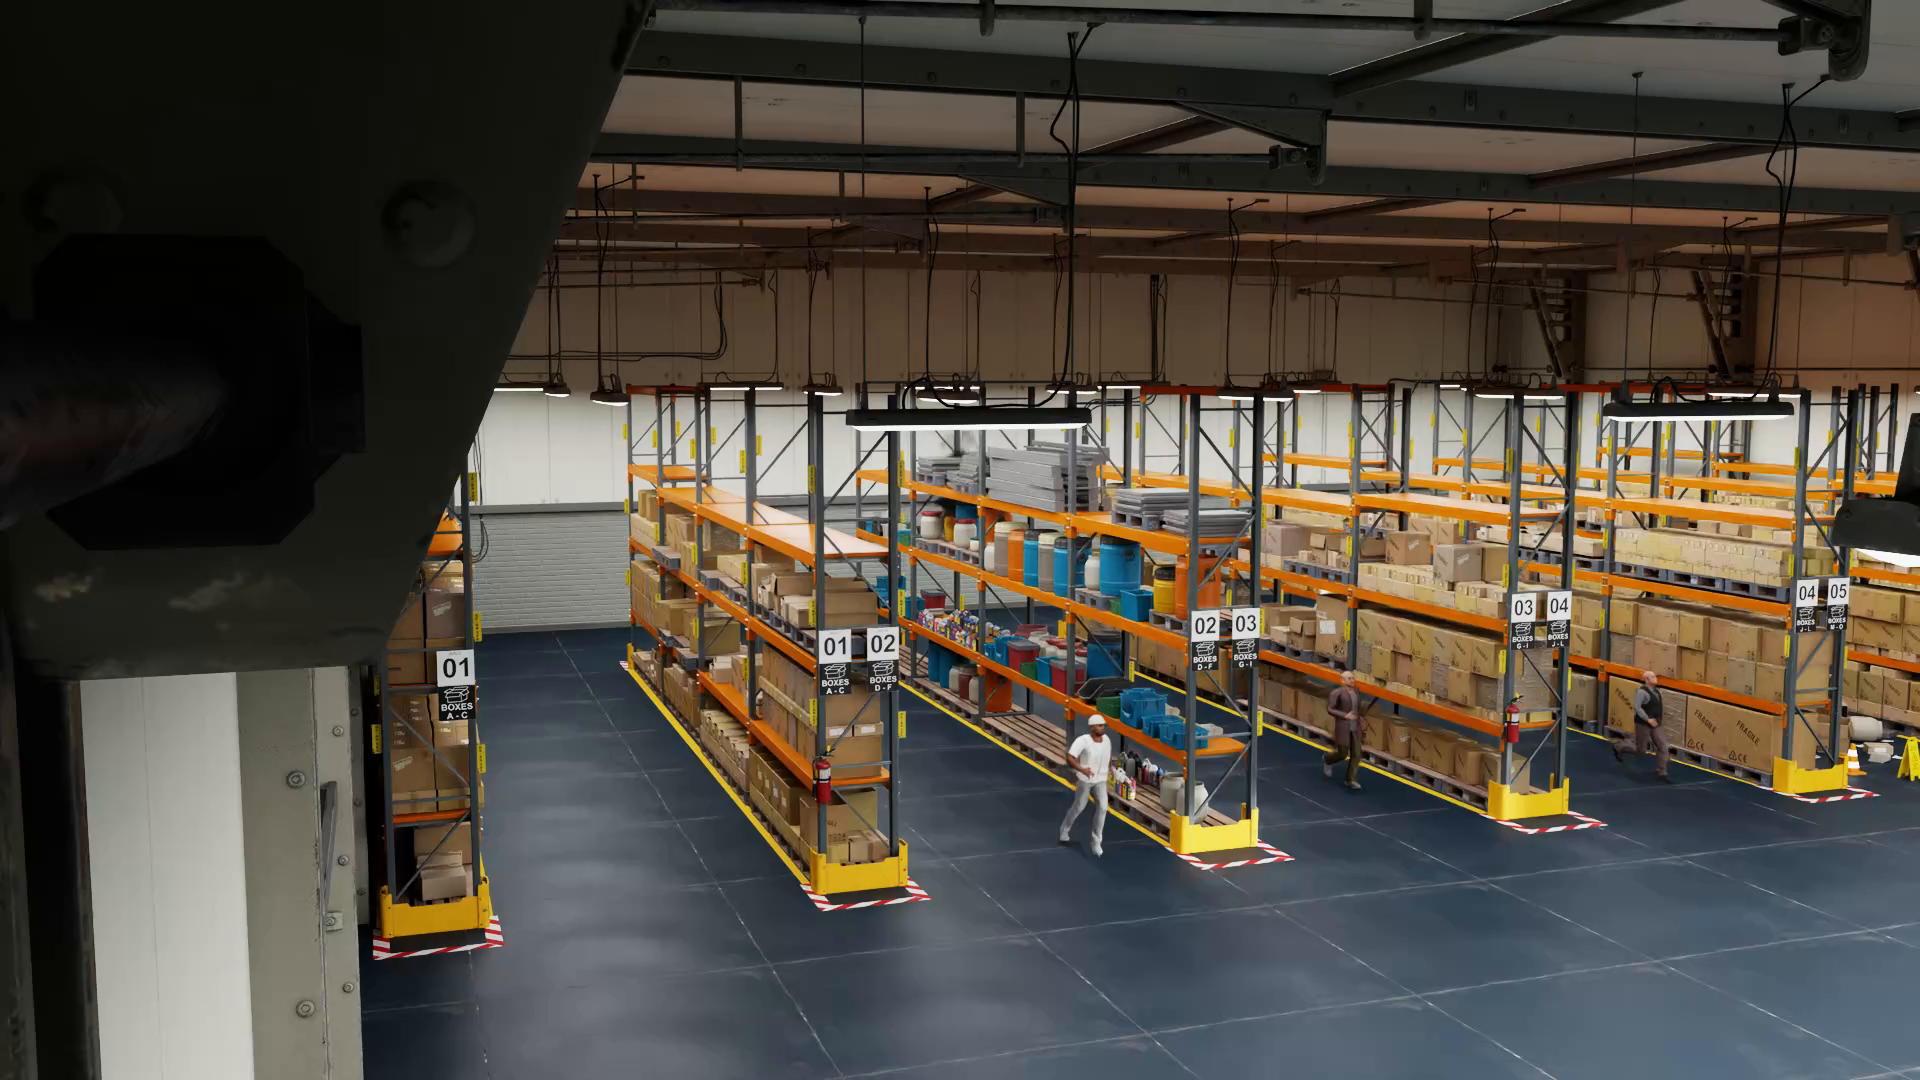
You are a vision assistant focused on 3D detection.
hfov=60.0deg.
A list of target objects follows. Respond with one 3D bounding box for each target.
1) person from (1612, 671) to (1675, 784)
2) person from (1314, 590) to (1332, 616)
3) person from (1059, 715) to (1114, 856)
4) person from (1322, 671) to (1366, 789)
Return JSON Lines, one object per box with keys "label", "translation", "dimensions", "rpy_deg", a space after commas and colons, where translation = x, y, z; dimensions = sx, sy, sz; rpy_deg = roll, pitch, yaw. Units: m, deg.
{"label": "person", "translation": [10.590, 2.865, 25.681], "dimensions": [0.643, 1.710, 0.999], "rpy_deg": [-4, 7, -34]}
{"label": "person", "translation": [7.664, 1.889, 34.735], "dimensions": [0.656, 1.722, 0.595], "rpy_deg": [-2, 6, -20]}
{"label": "person", "translation": [1.763, 3.196, 21.987], "dimensions": [0.758, 1.784, 0.838], "rpy_deg": [-3, 6, -24]}
{"label": "person", "translation": [5.849, 2.849, 25.259], "dimensions": [0.718, 1.746, 0.833], "rpy_deg": [-3, 6, -25]}
